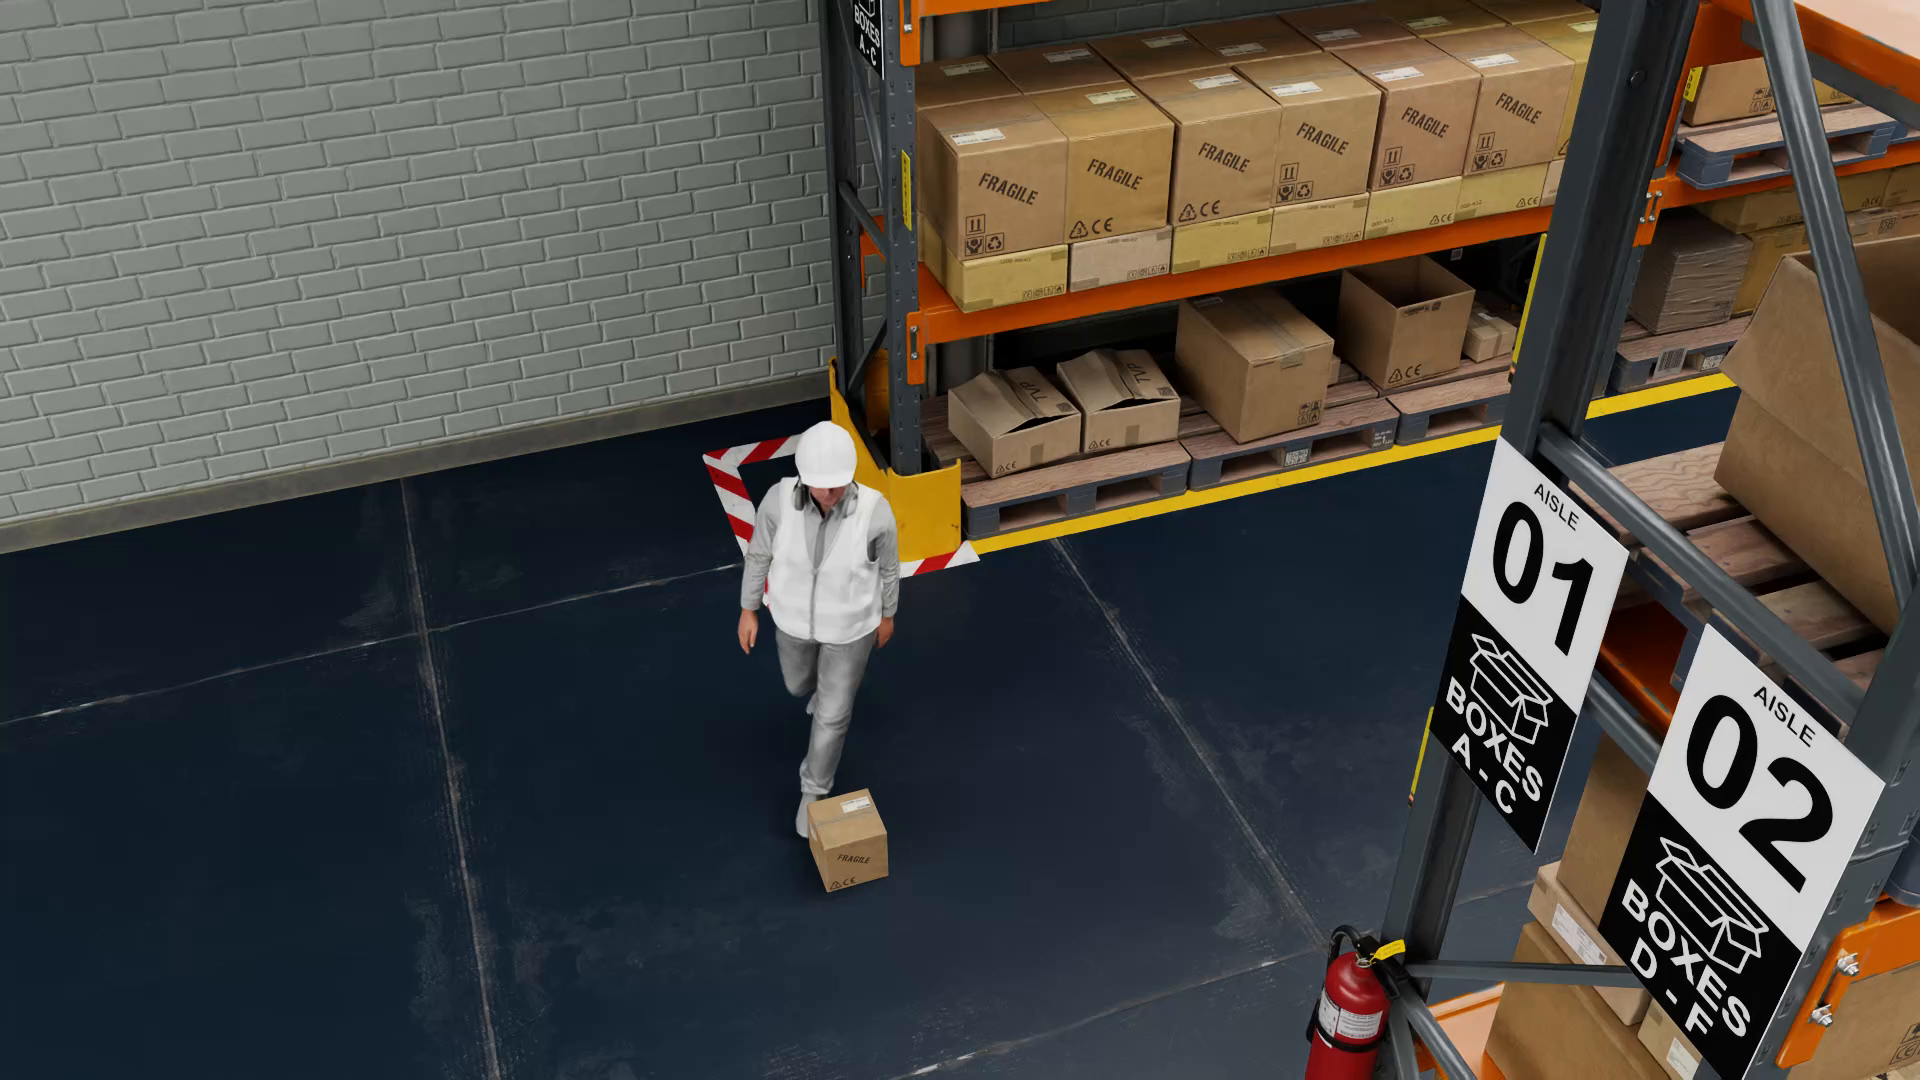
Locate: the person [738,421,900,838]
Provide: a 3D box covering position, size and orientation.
[{"bbox_3d":[-0.532,0.260,6.430,0.613,1.760,0.871,8,38,10],"label":"person"}]
